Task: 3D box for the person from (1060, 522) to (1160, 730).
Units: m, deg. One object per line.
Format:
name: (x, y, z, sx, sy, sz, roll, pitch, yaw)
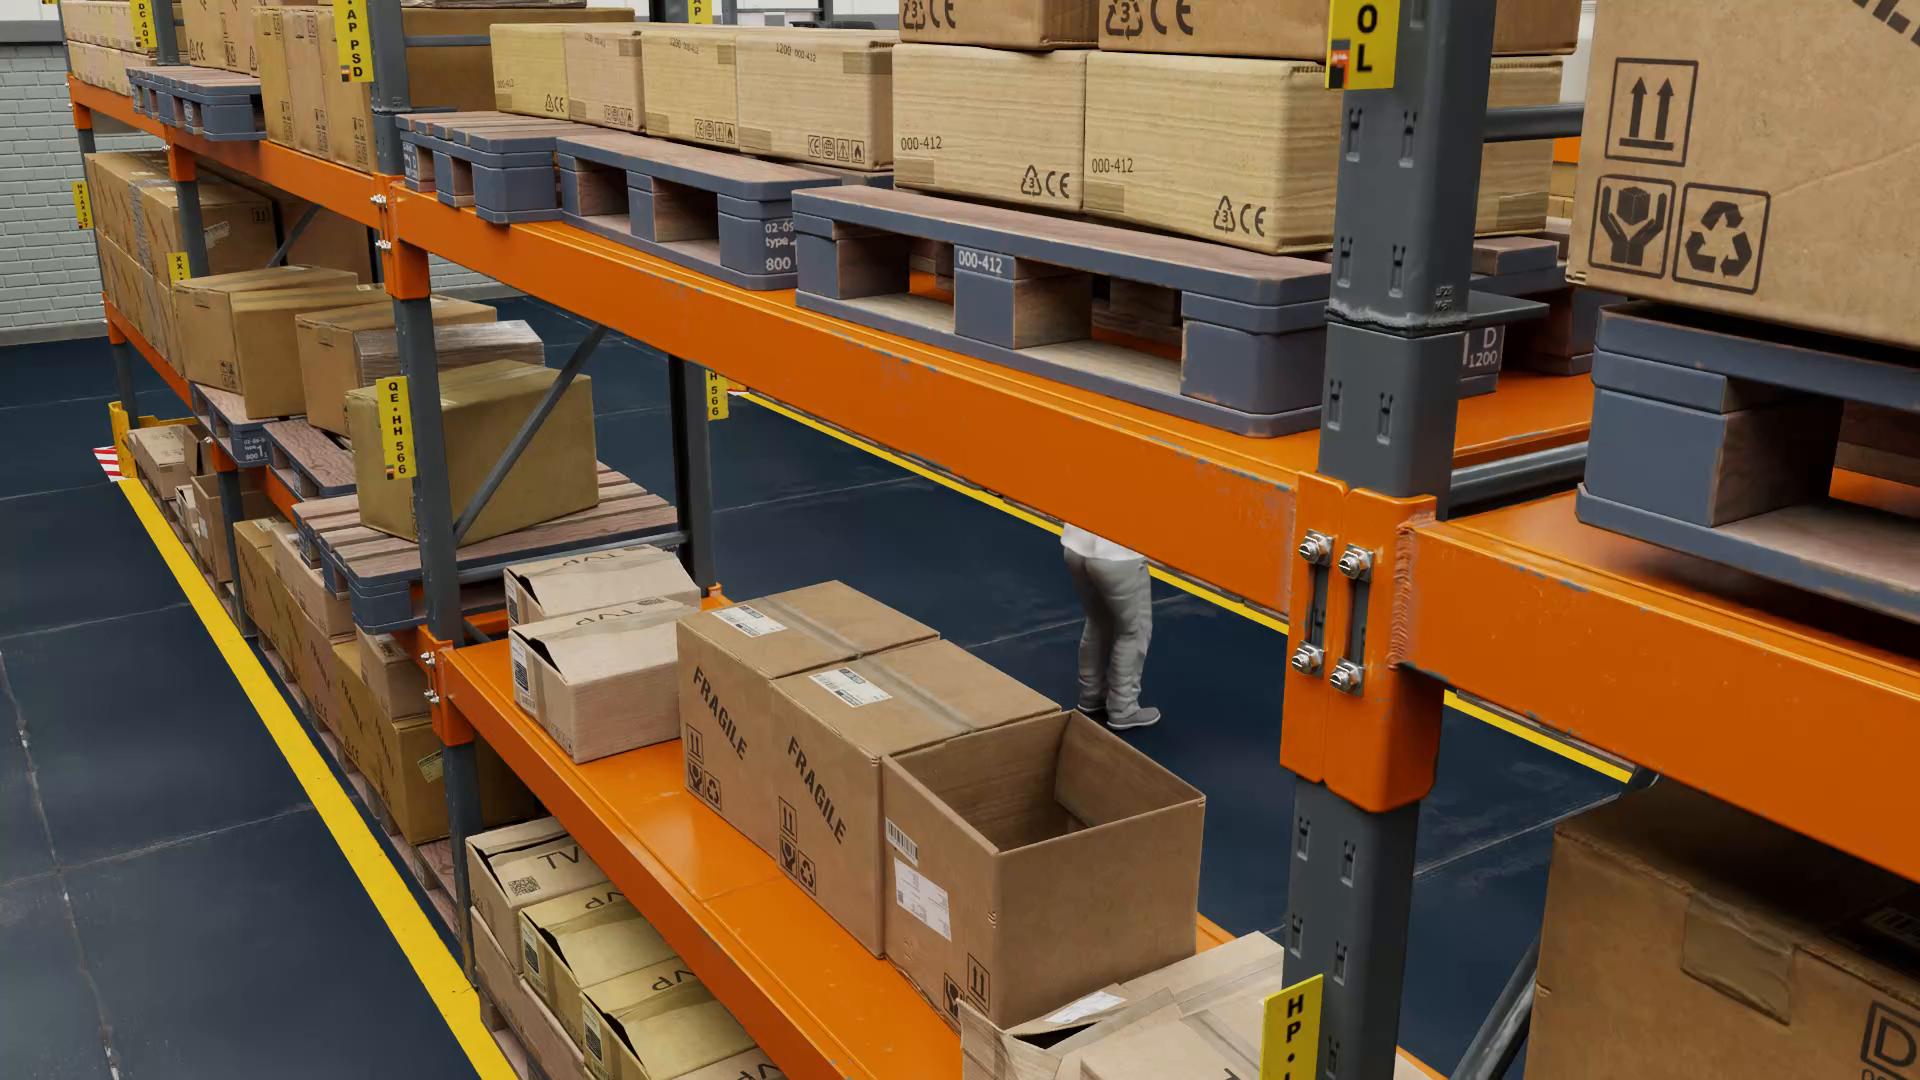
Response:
person: (0.753, 0.070, 7.857, 0.534, 1.653, 0.452, -11, 21, -31)
